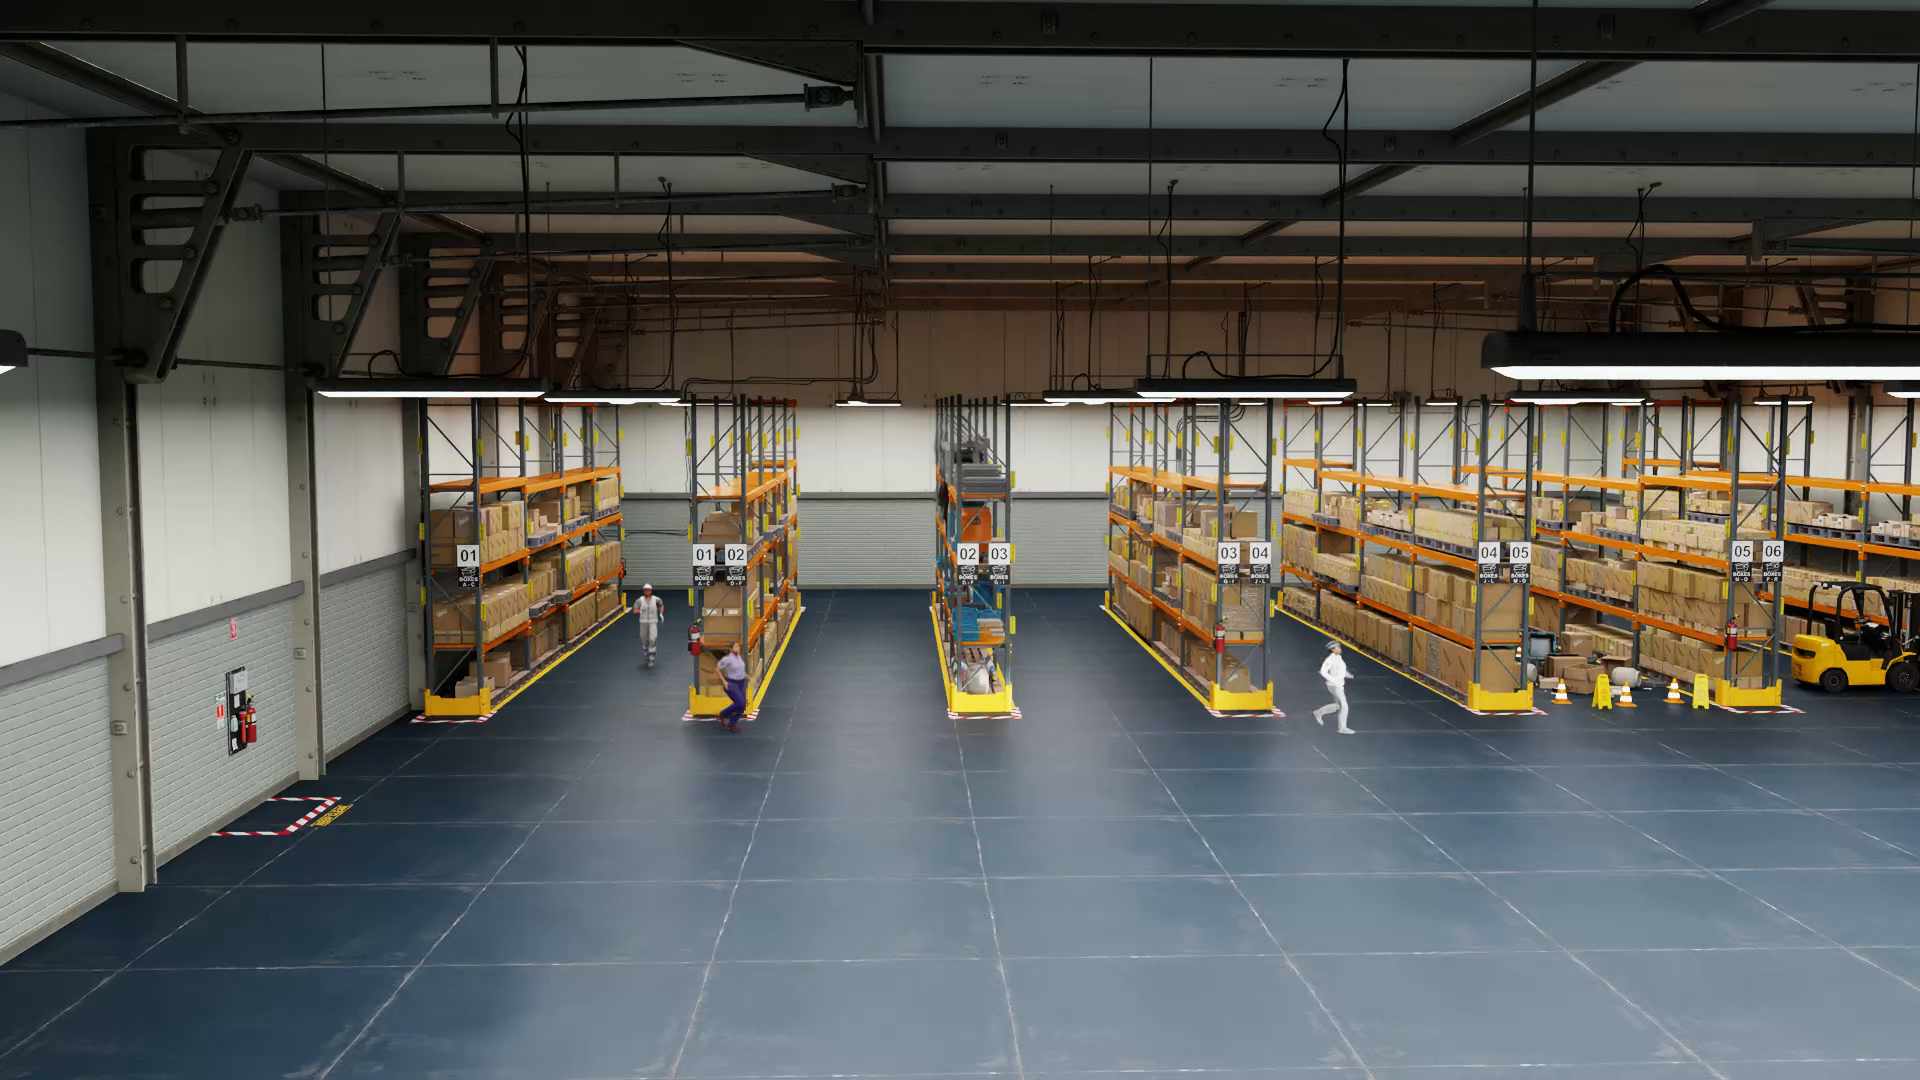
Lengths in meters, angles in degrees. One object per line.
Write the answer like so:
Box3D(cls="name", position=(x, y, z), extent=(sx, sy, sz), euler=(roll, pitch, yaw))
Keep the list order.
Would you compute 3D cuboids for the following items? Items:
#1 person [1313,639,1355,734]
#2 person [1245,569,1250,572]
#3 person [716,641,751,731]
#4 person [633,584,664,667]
Box3D(cls="person", position=(6.615, 2.578, 29.416), extent=(0.766, 1.655, 0.614), euler=(3, 5, 31))
Box3D(cls="person", position=(8.000, 1.206, 46.397), extent=(0.716, 1.780, 0.901), euler=(0, 5, 5))
Box3D(cls="person", position=(-3.978, 2.603, 29.572), extent=(0.547, 1.605, 0.612), euler=(2, 5, 28))
Box3D(cls="person", position=(-6.952, 1.881, 37.133), extent=(0.657, 1.803, 0.937), euler=(0, 5, -6))
